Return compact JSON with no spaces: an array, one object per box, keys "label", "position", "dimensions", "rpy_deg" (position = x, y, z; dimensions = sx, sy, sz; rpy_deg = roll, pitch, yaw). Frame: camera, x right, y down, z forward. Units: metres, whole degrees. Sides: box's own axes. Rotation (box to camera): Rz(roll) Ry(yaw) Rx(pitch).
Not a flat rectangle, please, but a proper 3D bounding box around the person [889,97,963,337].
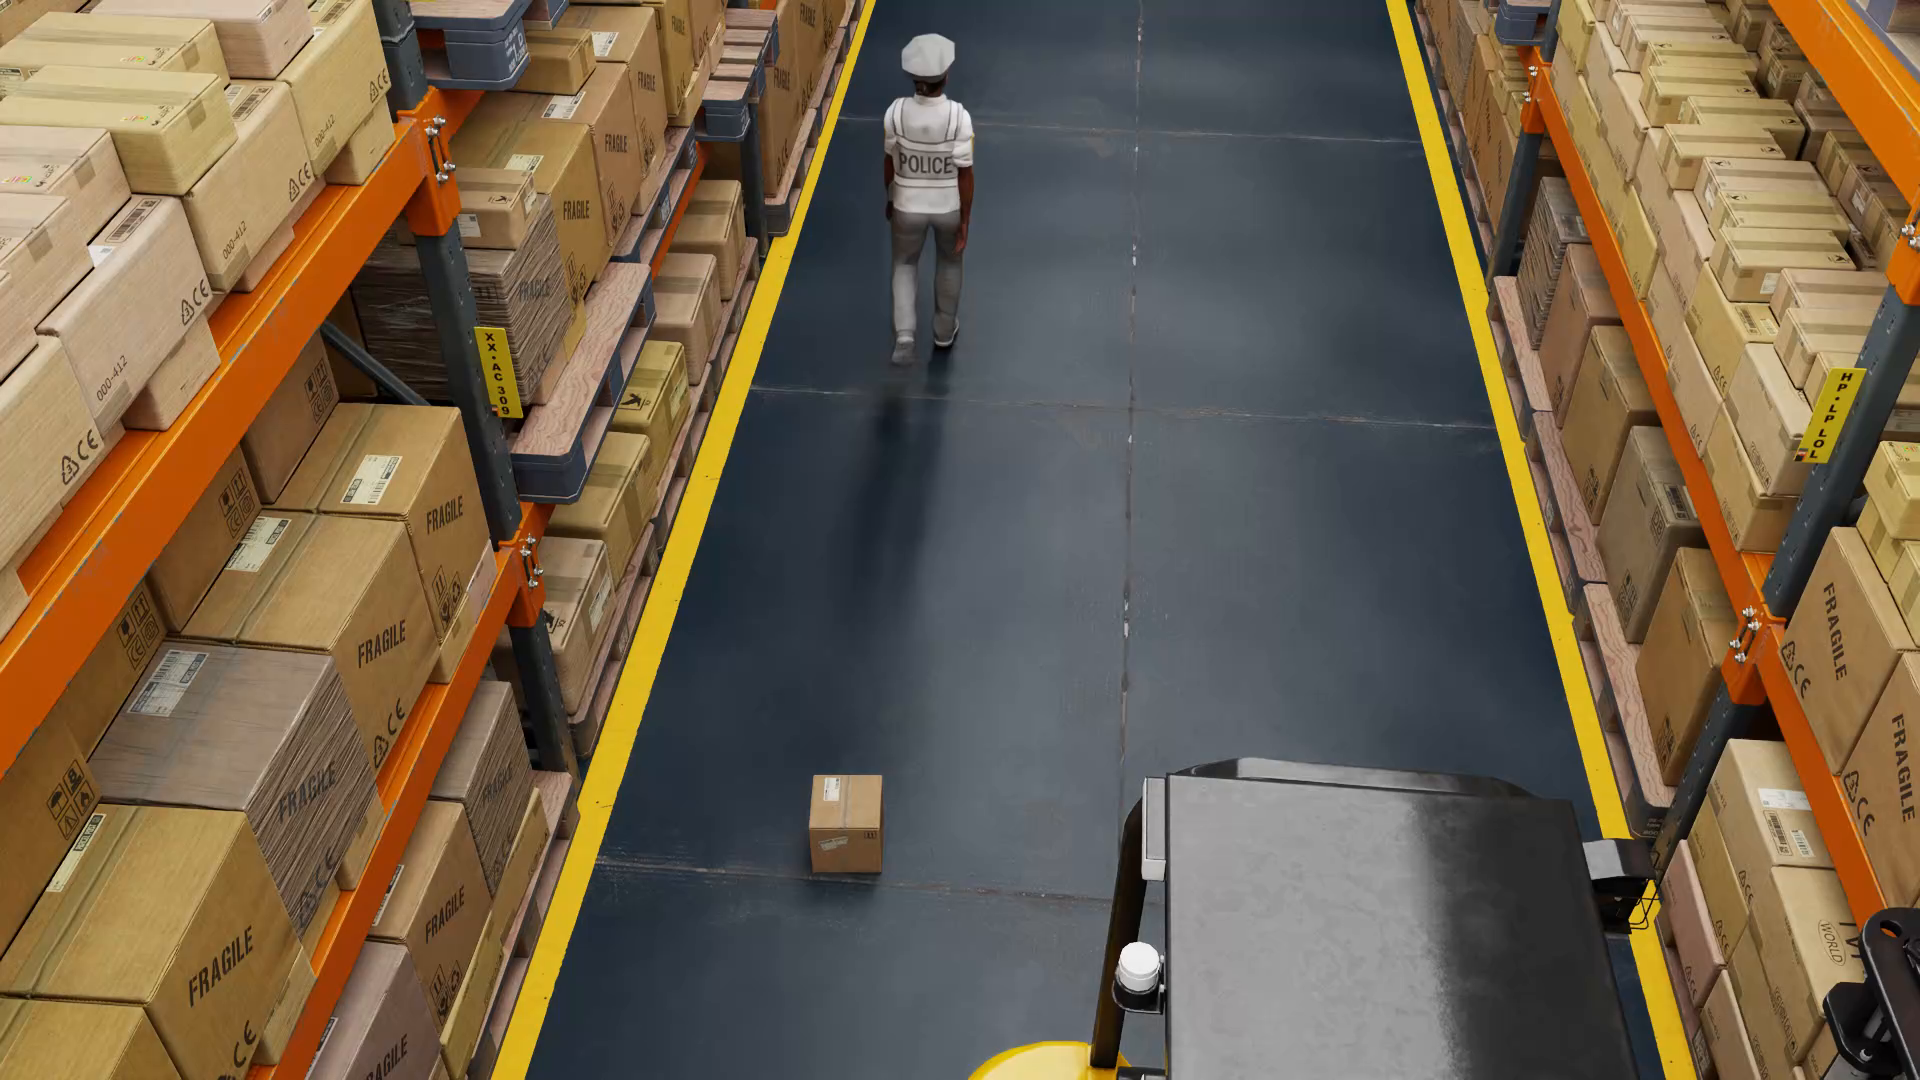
[{"label":"person","position":[-0.150,-1.502,8.028],"dimensions":[0.406,1.341,0.545],"rpy_deg":[3,40,3]}]
